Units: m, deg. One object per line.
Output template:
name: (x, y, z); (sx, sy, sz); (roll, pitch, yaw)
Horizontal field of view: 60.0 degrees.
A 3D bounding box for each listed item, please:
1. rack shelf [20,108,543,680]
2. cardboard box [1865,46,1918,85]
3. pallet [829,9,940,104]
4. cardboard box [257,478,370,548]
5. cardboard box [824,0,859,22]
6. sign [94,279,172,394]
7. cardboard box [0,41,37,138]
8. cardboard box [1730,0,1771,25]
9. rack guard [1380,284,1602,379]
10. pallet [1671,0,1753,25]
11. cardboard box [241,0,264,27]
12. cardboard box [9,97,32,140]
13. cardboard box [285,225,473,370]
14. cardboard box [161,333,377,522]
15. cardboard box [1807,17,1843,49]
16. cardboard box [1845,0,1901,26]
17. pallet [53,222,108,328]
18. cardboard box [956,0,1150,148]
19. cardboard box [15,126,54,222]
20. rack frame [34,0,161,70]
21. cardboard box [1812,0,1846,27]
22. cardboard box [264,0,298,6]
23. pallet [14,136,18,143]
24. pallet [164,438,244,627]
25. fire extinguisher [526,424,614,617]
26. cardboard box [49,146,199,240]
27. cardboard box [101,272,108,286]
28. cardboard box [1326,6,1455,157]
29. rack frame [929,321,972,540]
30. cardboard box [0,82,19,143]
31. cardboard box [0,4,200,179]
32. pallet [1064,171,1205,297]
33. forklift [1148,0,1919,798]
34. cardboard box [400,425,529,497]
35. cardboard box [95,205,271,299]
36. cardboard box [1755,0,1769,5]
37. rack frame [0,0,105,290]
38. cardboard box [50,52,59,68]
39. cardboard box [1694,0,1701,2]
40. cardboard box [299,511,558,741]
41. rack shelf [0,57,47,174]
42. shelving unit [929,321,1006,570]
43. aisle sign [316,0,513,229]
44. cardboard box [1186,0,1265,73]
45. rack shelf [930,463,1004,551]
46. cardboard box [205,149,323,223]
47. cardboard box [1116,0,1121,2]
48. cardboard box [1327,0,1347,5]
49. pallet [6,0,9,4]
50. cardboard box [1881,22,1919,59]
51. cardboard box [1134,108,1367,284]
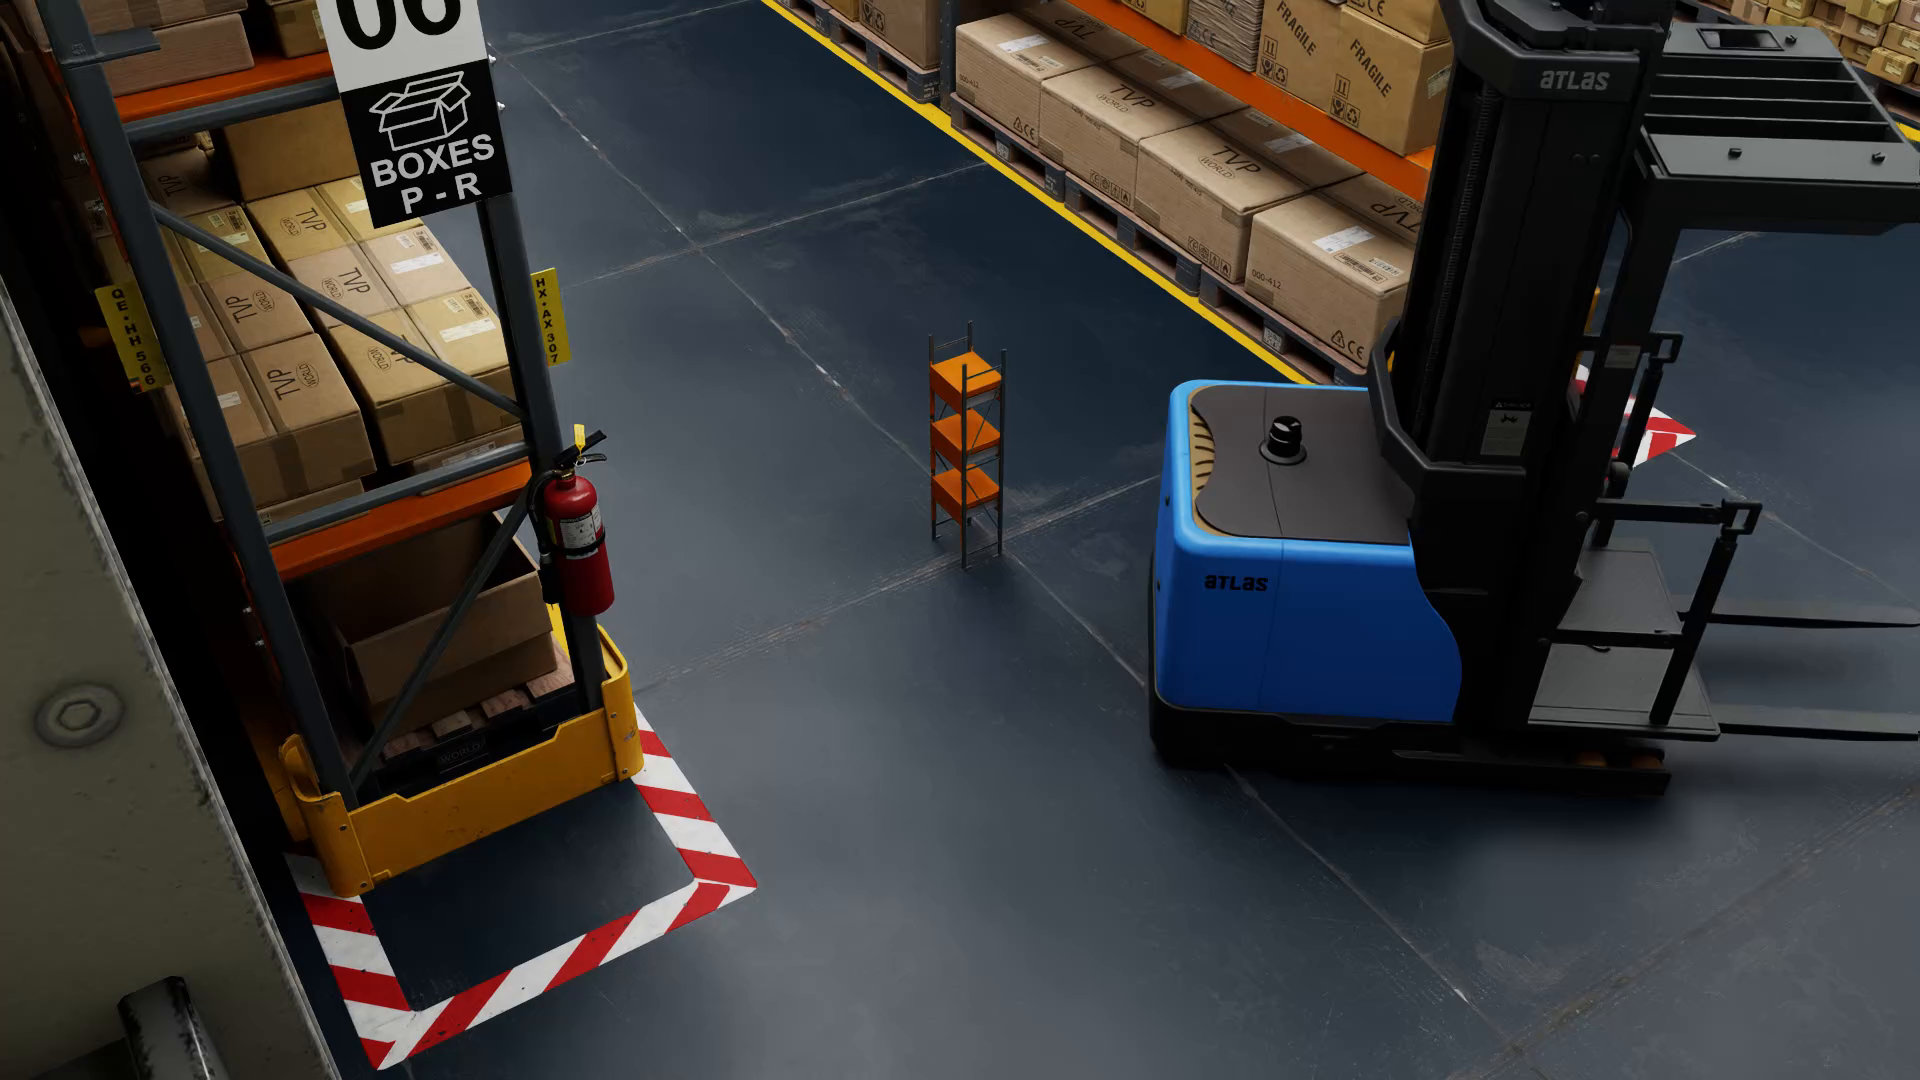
rack shelf: (-2.780, -0.952, 6.611); (1.077, 0.370, 4.000); (-22, 45, -24)
cardboard box: (5.915, -3.000, 10.406); (0.380, 0.149, 0.250); (-21, 44, -23)
pallet: (-0.151, -3.338, 11.090); (1.003, 0.211, 1.213); (-22, 45, -24)
cardboard box: (-2.109, -0.139, 5.270); (0.380, 0.149, 0.250); (-23, 45, -25)
cardboard box: (-0.566, -4.155, 11.225); (0.875, 0.875, 0.875); (-21, 44, -23)
sign: (-2.184, -0.535, 4.397); (0.100, 0.325, 0.005); (-22, 45, -24)
cardboard box: (-3.817, -2.004, 7.197); (0.500, 0.250, 0.500); (-23, 45, -25)
cardboard box: (5.382, -3.572, 11.092); (0.380, 0.149, 0.250); (-21, 44, -24)
rack guard: (2.491, -0.886, 7.923); (1.175, 0.500, 0.348); (-22, 45, -24)
pallet: (5.498, -3.696, 11.521); (1.003, 0.211, 1.213); (-22, 45, -24)
cardboard box: (-1.843, -1.589, 4.667); (0.380, 0.149, 0.250); (-21, 44, -24)
cardboard box: (-4.741, -2.255, 8.731); (0.380, 0.149, 0.250); (-24, 46, -26)
cardboard box: (-1.993, -0.815, 5.770); (0.500, 0.250, 0.500); (-22, 44, -24)
cardboard box: (-2.176, -0.362, 5.227); (0.500, 0.250, 0.500); (-21, 44, -23)
cardboard box: (5.702, -3.301, 10.767); (0.380, 0.149, 0.250); (-22, 44, -24)
cardboard box: (5.766, -3.362, 10.376); (0.380, 0.149, 0.250); (-23, 45, -25)
pallet: (-4.325, -1.662, 9.080); (1.003, 0.211, 1.213); (-22, 45, -24)
cardboard box: (0.575, -2.820, 9.964); (0.875, 0.438, 0.875); (-23, 45, -25)
cardboard box: (-4.628, -1.943, 8.863); (0.500, 0.500, 0.500); (-24, 45, -26)
rack frame: (-1.705, -2.454, 3.165); (1.000, 3.000, 0.127); (-22, 45, -24)
cardboard box: (5.734, -3.445, 10.708); (0.380, 0.149, 0.250); (-23, 45, -25)
cardboard box: (-1.713, -1.691, 4.478); (0.500, 0.250, 0.500); (-23, 45, -25)
pallet: (-5.637, -2.979, 10.661); (1.003, 0.211, 1.213); (-22, 45, -24)
pallet: (-2.827, -0.206, 7.333); (1.003, 0.211, 1.213); (-22, 45, -24)
fire extinguisher: (-1.236, -0.056, 5.325); (0.296, 0.674, 0.183); (-22, 45, -24)
cardboard box: (-3.266, -1.457, 6.540); (0.500, 0.250, 0.500); (-21, 44, -23)
cardboard box: (-2.981, -0.953, 6.246); (0.380, 0.149, 0.250); (-22, 45, -25)
cardboard box: (1.996, -2.067, 7.309); (0.500, 0.500, 0.500); (-22, 45, -24)
rack frame: (-0.037, -0.440, 6.958); (0.200, 1.050, 0.008); (-22, 45, -24)
cardboard box: (-5.197, -2.513, 9.547); (0.500, 0.500, 0.500); (-24, 45, -26)
cardboard box: (-3.279, -1.757, 6.315); (0.500, 0.500, 0.500); (-23, 45, -26)
pallet: (1.330, -1.851, 9.306); (1.003, 0.211, 1.213); (-22, 45, -24)
forklift: (2.259, -0.533, 5.600); (3.031, 2.935, 1.130); (3, 40, 4)
cardboard box: (-1.650, -0.324, 5.492); (0.380, 0.149, 0.250); (-23, 45, -25)
cardboard box: (-2.714, -0.910, 5.884); (0.500, 0.250, 0.500); (-21, 44, -23)
cardboard box: (5.381, -3.685, 10.995); (0.380, 0.149, 0.250); (-20, 44, -22)
rack frame: (-3.856, -2.308, 7.676); (1.000, 3.000, 0.127); (-22, 45, -24)
cardboard box: (-2.266, -1.419, 4.463); (0.380, 0.149, 0.250); (-21, 44, -24)
cardboard box: (5.103, -3.849, 11.425); (0.380, 0.149, 0.250); (-23, 45, -26)
cardboard box: (-1.954, 0.286, 6.185); (0.797, 0.503, 0.637); (-24, 45, -26)
rack shelf: (-4.931, -3.111, 9.202); (1.077, 0.370, 4.000); (-22, 45, -24)
shelving unit: (0.029, -0.374, 6.879); (0.215, 1.050, 0.252); (-22, 45, -24)
aisle sign: (-1.421, -1.212, 4.330); (0.394, 0.787, 0.004); (-22, 45, -24)
cardboard box: (1.454, -2.617, 7.970); (0.500, 0.500, 0.500); (-21, 44, -23)
rack shelf: (0.029, -0.153, 7.064); (0.215, 0.259, 0.240); (-22, 45, -24)
cardboard box: (-2.561, -1.356, 6.419); (0.500, 0.250, 0.500); (-23, 45, -25)
cardboard box: (0.888, -3.170, 8.633); (0.500, 0.500, 0.500); (-22, 45, -24)
cardboard box: (1.712, -2.732, 7.326); (0.500, 0.500, 0.500); (-22, 45, -24)
pallet: (-4.193, -2.703, 8.300); (1.003, 0.211, 1.213); (-22, 45, -24)
cardboard box: (5.978, -3.144, 10.347); (0.380, 0.149, 0.250); (-23, 45, -25)
cardboard box: (1.540, -1.849, 8.800); (0.875, 0.438, 0.875); (-21, 44, -23)
